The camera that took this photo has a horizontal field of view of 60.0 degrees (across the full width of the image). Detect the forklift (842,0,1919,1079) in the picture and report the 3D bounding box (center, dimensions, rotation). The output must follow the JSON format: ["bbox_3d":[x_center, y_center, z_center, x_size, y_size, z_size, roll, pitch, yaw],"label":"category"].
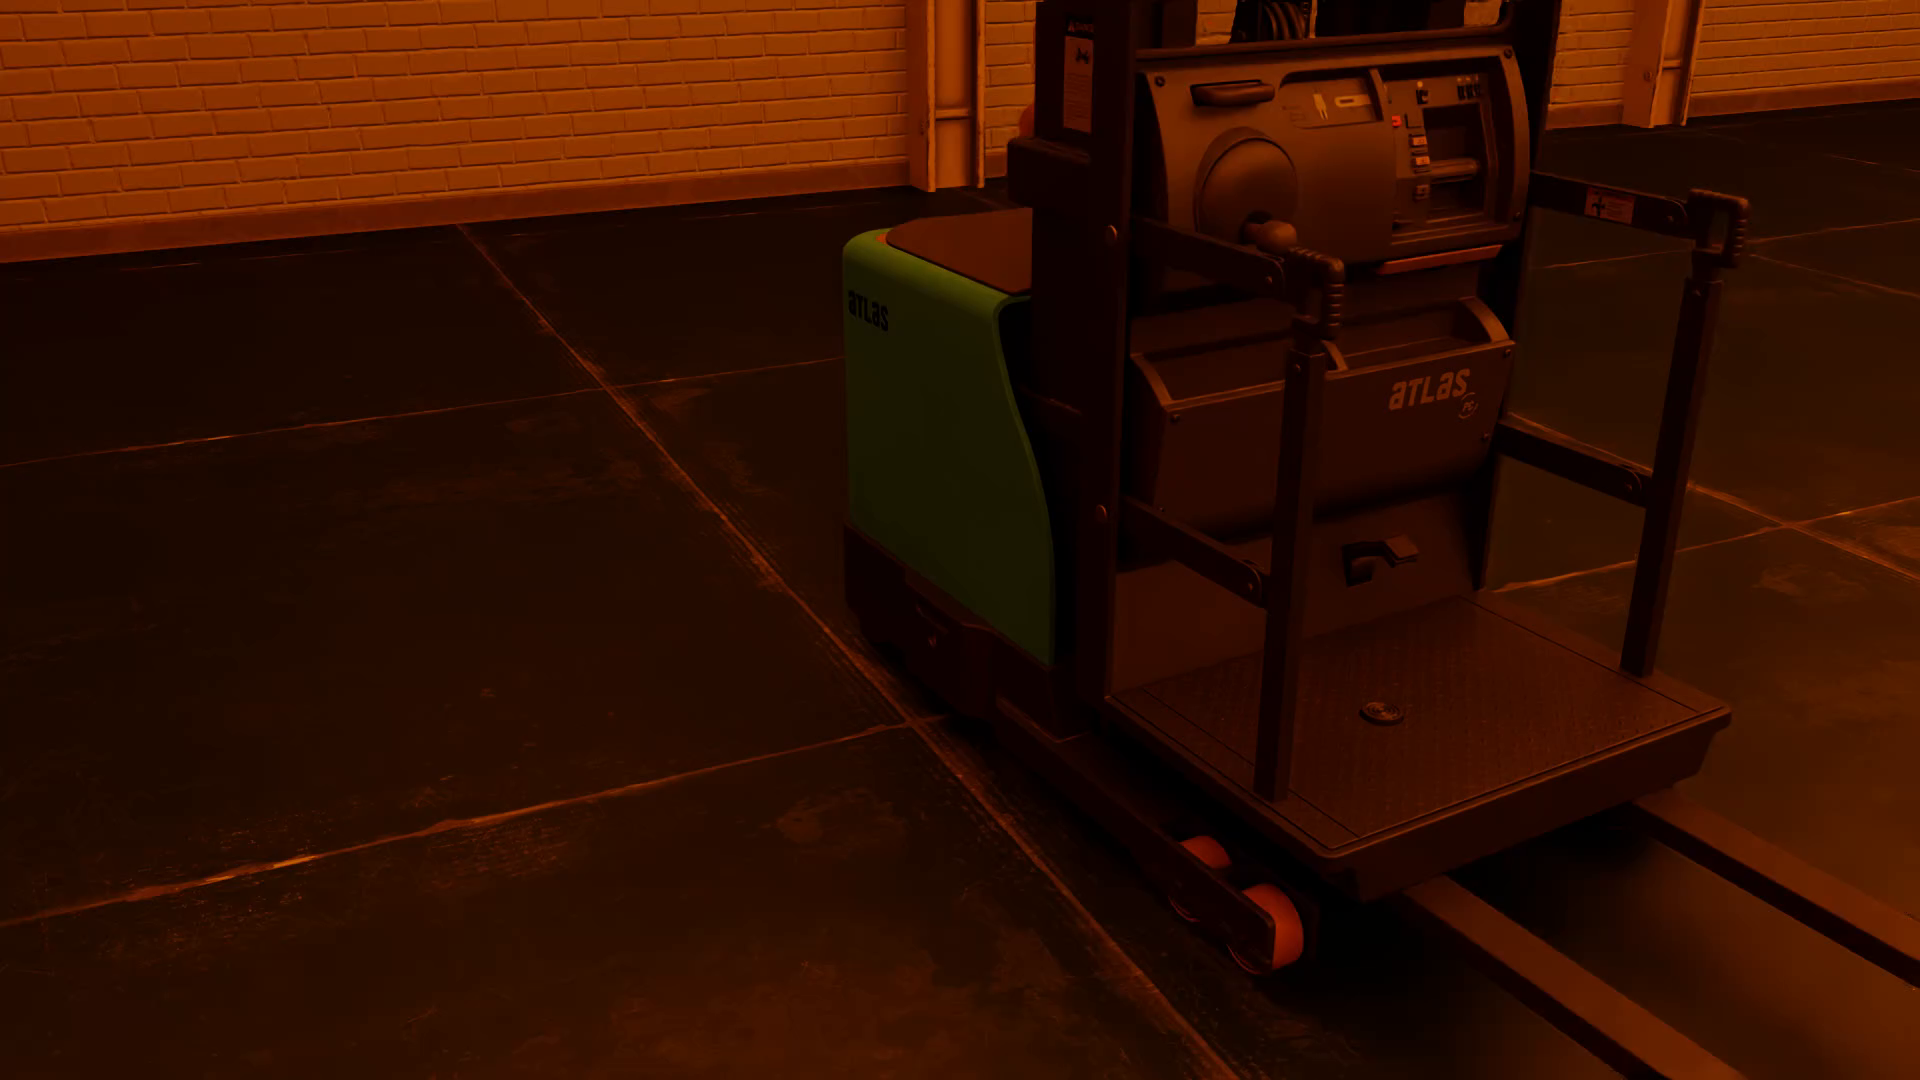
[{"bbox_3d":[0.862,-0.737,3.060,1.130,2.935,3.031,-13,26,-28],"label":"forklift"}]

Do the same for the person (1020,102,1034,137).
[{"bbox_3d":[0.424,-0.789,5.028,0.823,1.522,0.544,-19,29,-37],"label":"person"}]
